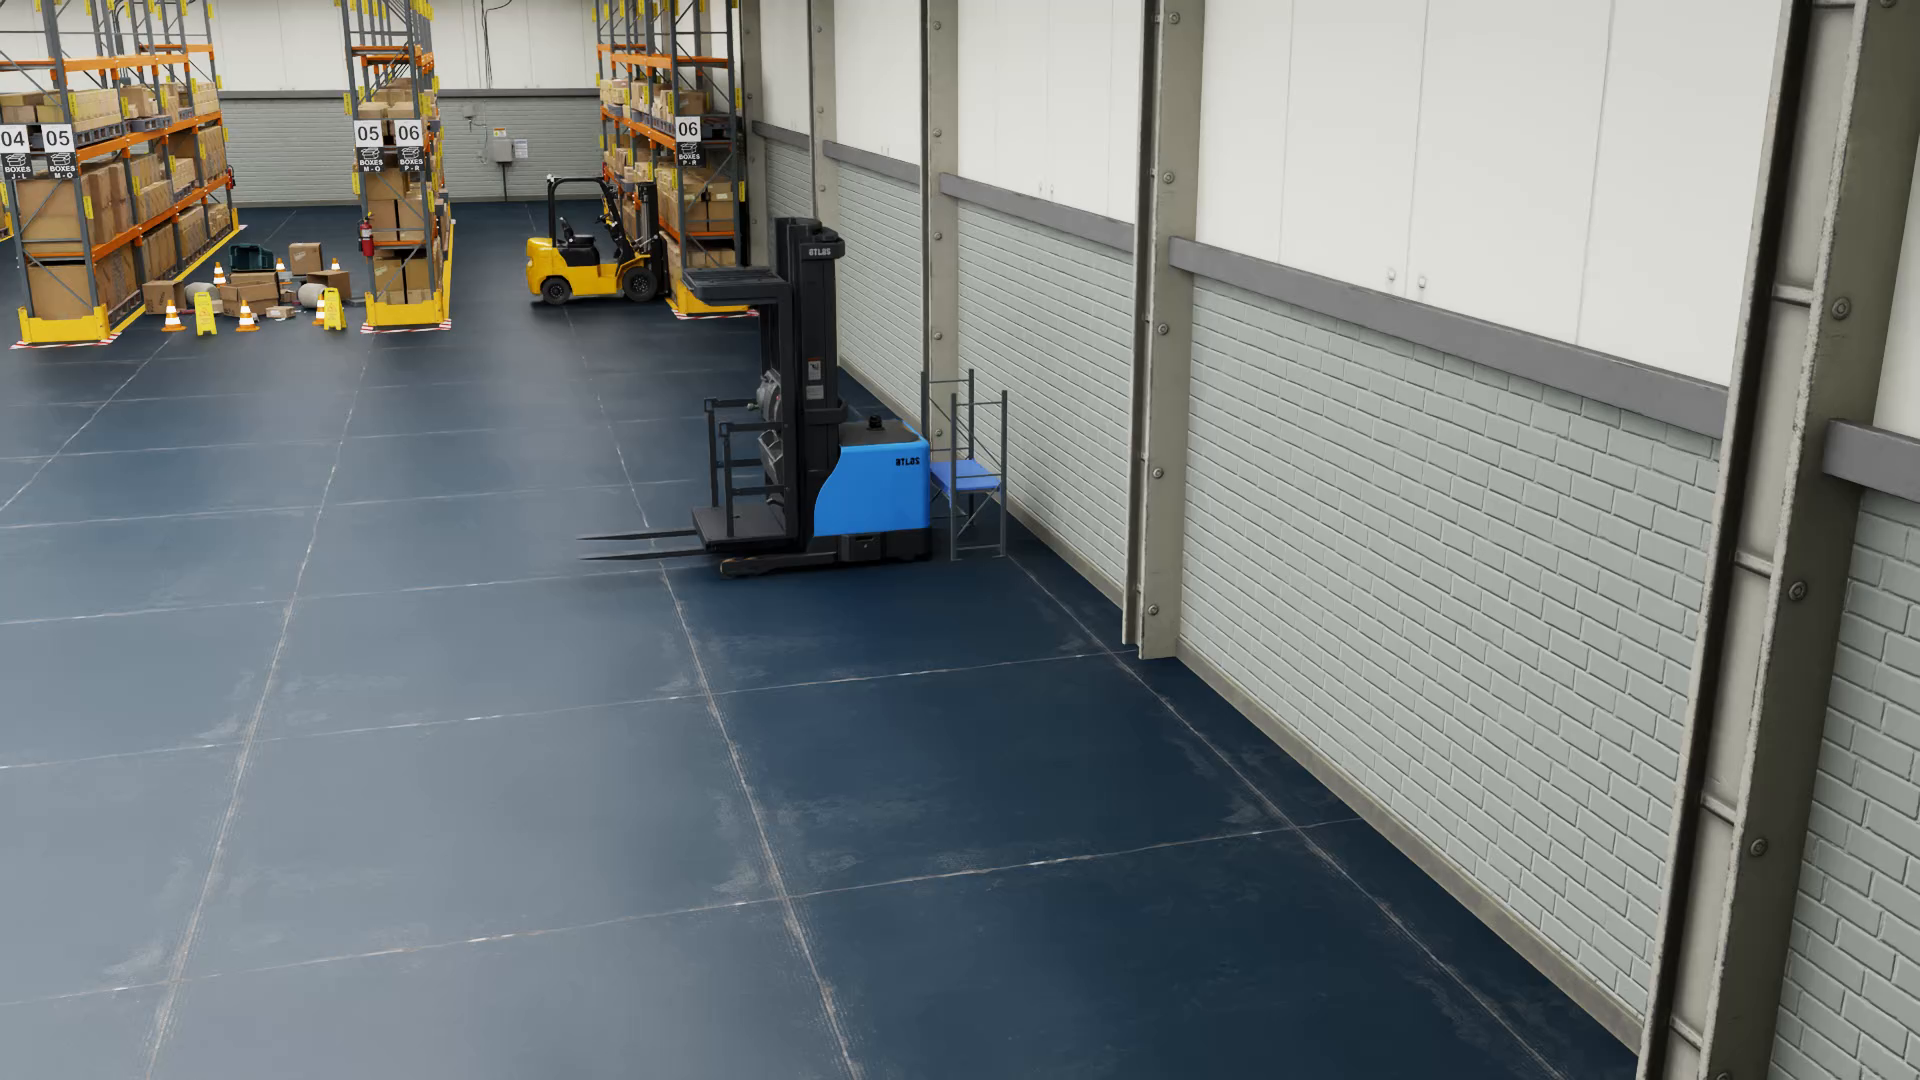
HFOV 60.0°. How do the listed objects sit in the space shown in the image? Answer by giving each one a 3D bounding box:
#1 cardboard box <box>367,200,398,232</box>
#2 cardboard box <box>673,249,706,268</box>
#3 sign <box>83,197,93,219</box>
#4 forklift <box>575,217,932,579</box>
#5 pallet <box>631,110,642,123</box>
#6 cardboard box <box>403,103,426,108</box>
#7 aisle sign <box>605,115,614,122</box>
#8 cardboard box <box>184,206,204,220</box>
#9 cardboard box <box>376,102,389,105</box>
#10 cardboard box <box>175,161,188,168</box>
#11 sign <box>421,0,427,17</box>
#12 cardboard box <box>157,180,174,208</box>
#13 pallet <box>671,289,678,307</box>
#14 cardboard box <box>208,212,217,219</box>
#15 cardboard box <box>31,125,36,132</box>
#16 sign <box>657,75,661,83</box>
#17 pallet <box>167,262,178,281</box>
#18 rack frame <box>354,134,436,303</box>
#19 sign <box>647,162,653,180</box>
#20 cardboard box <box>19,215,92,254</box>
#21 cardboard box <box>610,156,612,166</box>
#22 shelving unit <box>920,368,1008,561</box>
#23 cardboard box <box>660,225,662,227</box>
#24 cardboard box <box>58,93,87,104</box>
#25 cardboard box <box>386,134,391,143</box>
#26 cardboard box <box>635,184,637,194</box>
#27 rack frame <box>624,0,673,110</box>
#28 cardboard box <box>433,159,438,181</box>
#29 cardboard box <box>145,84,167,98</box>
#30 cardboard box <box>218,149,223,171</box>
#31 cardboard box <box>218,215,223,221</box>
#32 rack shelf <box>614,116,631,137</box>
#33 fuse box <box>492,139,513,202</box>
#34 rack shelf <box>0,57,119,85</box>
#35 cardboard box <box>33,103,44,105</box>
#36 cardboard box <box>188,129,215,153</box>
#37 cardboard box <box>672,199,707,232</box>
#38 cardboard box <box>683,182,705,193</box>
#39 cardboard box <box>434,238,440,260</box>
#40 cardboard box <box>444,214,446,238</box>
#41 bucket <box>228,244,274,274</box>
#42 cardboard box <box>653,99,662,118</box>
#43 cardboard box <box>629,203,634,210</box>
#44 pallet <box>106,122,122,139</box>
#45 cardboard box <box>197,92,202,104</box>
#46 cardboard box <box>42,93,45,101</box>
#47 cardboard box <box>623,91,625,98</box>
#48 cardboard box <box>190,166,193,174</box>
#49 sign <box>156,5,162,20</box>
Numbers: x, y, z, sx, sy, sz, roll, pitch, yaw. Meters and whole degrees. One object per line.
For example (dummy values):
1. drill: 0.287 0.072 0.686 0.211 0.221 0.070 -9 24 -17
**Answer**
1. cardboard box: -9.373 -5.258 26.851 0.500 0.500 0.500 -5 17 -16
2. cardboard box: -4.613 -4.799 28.324 0.500 0.250 0.500 -4 17 -13
3. sign: -13.155 -5.015 25.089 0.100 0.325 0.005 -5 17 -15
4. forklift: -1.822 -1.243 14.294 3.031 2.935 1.130 -5 17 -15
5. pallet: -6.113 -8.712 34.152 1.213 0.211 1.003 -4 17 -13
6. cardboard box: -9.433 -7.468 28.733 0.380 0.149 0.250 -4 17 -14
7. aisle sign: -8.885 -11.000 42.136 0.394 0.787 0.004 -5 17 -15
8. cardboard box: -16.540 -7.017 35.707 0.500 0.250 0.500 -5 17 -17
9. cardboard box: -10.186 -7.562 29.046 0.380 0.149 0.250 -4 17 -14
10. cardboard box: -16.474 -7.891 34.979 0.380 0.149 0.250 -5 17 -15
11. sign: -10.638 -10.557 32.990 0.100 0.325 0.005 -5 17 -15
12. cardboard box: -15.507 -6.678 32.093 0.500 0.500 0.500 -5 17 -15
13. pallet: -4.437 -4.206 28.885 1.003 0.211 1.213 -5 17 -15
14. cardboard box: -17.104 -7.366 37.750 0.380 0.149 0.250 -4 17 -14
15. cardboard box: -14.176 -6.221 25.064 0.380 0.149 0.250 -5 17 -15
16. sign: -6.952 -10.570 38.428 0.100 0.325 0.005 -5 17 -15
17. pallet: -15.745 -5.174 32.107 1.003 0.211 1.213 -5 17 -15
18. rack frame: -8.959 -4.940 26.481 1.000 3.000 0.127 -5 17 -15
19. sign: -5.805 -6.911 31.167 0.100 0.325 0.005 -5 17 -15
20. cardboard box: -13.836 -4.691 25.393 0.875 0.550 0.550 -5 17 -15
21. cardboard box: -8.276 -9.264 40.619 0.500 0.250 0.500 -5 17 -17
22. shelving unit: 0.023 -0.695 14.956 0.538 1.500 1.048 -5 17 -15
23. cardboard box: -5.855 -6.070 33.641 0.875 0.625 0.625 -5 18 -18
24. cardboard box: -13.683 -6.795 25.591 0.380 0.149 0.250 -5 17 -15
25. cardboard box: -9.471 -6.550 27.065 0.380 0.149 0.250 -5 17 -15
26. cardboard box: -6.499 -7.332 34.706 0.500 0.250 0.500 -5 17 -15
27. rack frame: -6.386 -10.419 34.294 1.000 3.000 0.127 -5 17 -15
28. cardboard box: -10.472 -7.159 32.447 0.500 0.500 0.500 -6 18 -19
29. cardboard box: -15.877 -8.861 32.815 0.396 0.266 0.258 -5 17 -15
30. cardboard box: -17.580 -8.890 38.939 0.500 0.500 0.500 -5 17 -16
31. cardboard box: -17.316 -7.443 38.522 0.380 0.149 0.250 -4 17 -12
32. rack shelf: -6.935 -9.191 36.671 1.077 0.370 4.000 -5 17 -15
33. fuse box: -12.868 -10.432 47.004 0.539 1.711 0.414 -5 17 -15
34. rack shelf: -14.240 -7.411 26.224 1.077 0.370 4.000 -5 17 -15
35. cardboard box: -14.230 -6.528 25.395 0.500 0.250 0.500 -5 17 -15
36. cardboard box: -17.283 -9.079 37.832 0.500 0.500 0.500 -5 18 -17
37. cardboard box: -4.575 -5.496 28.160 0.500 0.500 0.500 -5 17 -16
38. cardboard box: -4.488 -5.917 27.914 0.380 0.149 0.250 -5 17 -15
39. cardboard box: -9.637 -5.147 29.917 0.500 0.500 0.500 -5 17 -16
40. cardboard box: -11.753 -7.028 36.396 0.875 0.875 0.875 -4 17 -14
41. bucket: -12.535 -4.932 29.502 0.726 0.611 0.620 1 7 4
42. cardboard box: -5.292 -7.833 30.150 0.500 0.311 0.500 -4 17 -14
43. cardboard box: -7.289 -7.559 37.689 0.380 0.149 0.250 -5 17 -15
44. pallet: -14.575 -6.794 27.593 1.003 0.211 1.213 -5 17 -15
45. cardboard box: -17.022 -9.734 36.620 0.500 0.250 0.500 -5 17 -15
46. cardboard box: -14.458 -6.886 25.892 0.380 0.149 0.250 -5 17 -16
47. cardboard box: -7.049 -9.605 35.849 0.380 0.149 0.250 -5 17 -16
48. cardboard box: -16.615 -7.896 35.511 0.380 0.149 0.250 -5 17 -15
49. sign: -18.609 -12.262 38.667 0.100 0.325 0.005 -5 17 -15
